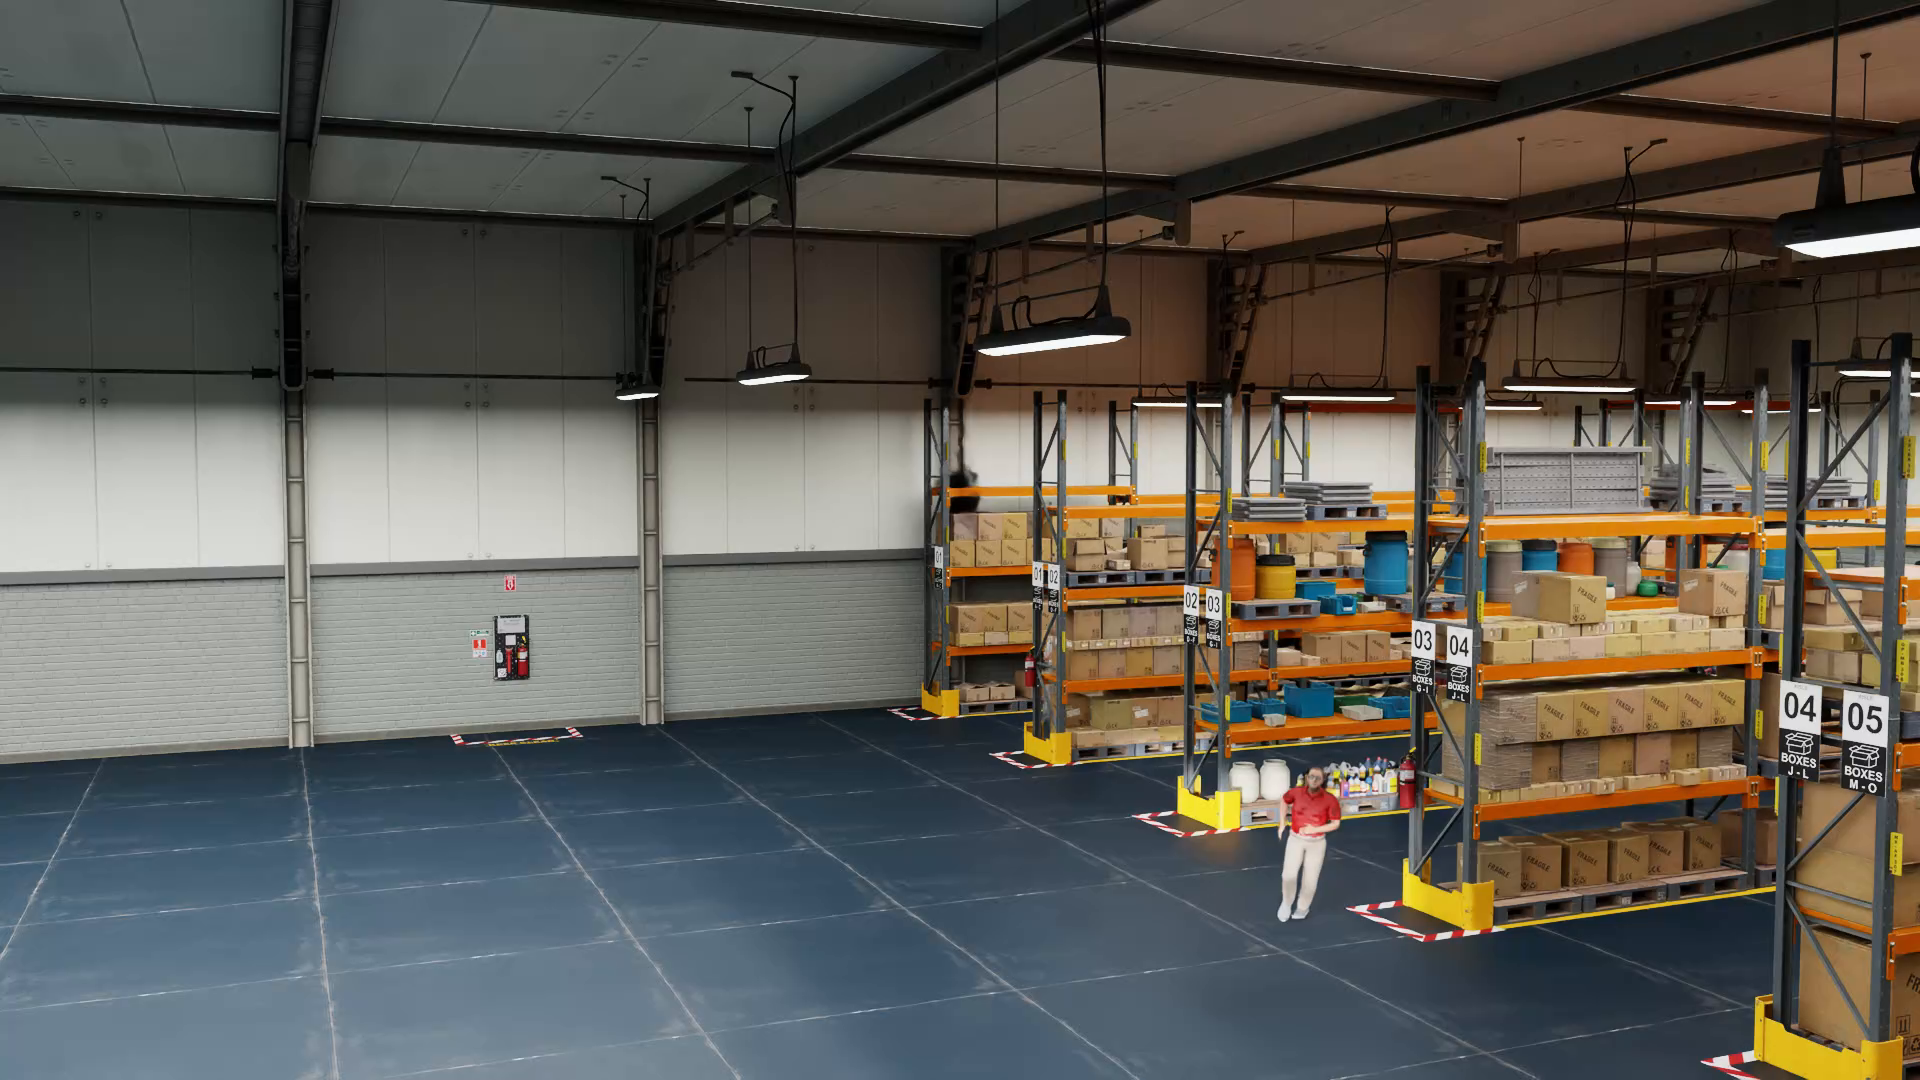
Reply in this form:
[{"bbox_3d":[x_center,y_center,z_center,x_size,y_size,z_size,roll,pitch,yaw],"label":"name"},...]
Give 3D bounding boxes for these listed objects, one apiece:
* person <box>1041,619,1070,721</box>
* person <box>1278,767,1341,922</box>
[{"bbox_3d":[1.711,2.294,29.048,0.802,1.860,0.670,-2,4,-29],"label":"person"},{"bbox_3d":[3.737,3.267,17.825,0.667,1.674,0.641,1,3,15],"label":"person"}]
